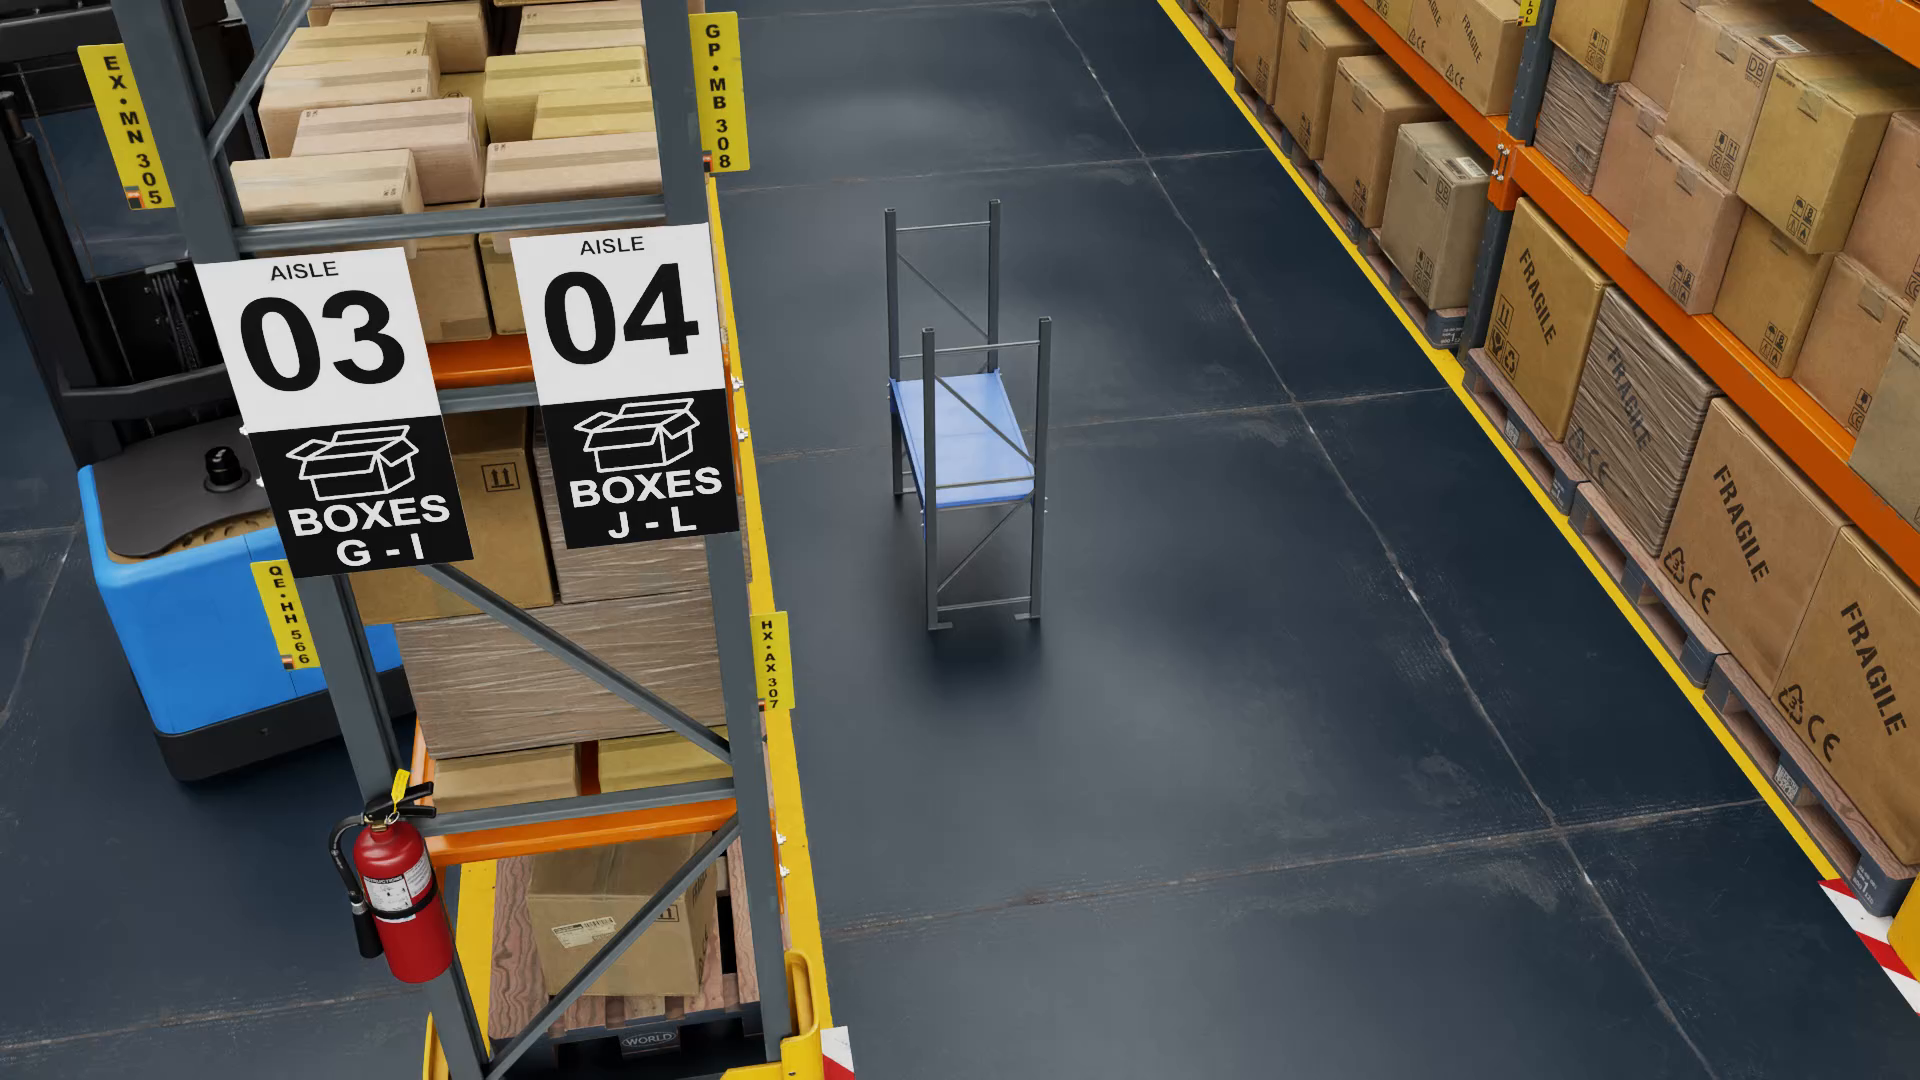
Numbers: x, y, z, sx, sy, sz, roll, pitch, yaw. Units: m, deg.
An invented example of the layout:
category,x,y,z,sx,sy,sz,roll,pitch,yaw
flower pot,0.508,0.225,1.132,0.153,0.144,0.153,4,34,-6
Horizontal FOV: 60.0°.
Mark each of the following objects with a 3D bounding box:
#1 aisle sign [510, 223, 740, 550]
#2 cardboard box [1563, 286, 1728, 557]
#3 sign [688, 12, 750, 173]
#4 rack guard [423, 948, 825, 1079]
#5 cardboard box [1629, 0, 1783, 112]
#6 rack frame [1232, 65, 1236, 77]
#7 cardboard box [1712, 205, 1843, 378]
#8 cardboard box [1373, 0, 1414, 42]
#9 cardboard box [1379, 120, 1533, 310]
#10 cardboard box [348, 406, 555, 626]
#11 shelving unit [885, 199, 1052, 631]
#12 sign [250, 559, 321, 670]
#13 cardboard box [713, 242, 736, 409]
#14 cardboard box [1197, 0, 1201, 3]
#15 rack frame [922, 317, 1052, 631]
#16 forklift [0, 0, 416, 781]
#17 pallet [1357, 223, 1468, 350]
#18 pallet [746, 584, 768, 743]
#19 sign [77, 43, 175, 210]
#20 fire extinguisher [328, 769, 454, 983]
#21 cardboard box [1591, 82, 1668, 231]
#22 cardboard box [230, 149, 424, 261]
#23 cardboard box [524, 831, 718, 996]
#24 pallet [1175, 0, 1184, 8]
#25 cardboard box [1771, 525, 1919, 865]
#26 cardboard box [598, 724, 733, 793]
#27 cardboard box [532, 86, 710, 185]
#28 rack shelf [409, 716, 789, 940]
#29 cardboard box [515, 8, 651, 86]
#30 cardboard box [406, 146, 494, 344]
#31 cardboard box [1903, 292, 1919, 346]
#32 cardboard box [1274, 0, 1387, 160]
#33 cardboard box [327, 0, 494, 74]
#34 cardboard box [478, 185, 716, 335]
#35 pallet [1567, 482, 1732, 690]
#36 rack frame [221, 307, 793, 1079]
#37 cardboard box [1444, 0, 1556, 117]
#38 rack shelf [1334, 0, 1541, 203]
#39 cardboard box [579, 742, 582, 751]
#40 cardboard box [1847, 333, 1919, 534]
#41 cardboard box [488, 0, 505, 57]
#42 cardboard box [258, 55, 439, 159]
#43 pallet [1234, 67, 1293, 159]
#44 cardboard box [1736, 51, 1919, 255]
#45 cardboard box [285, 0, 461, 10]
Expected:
category,x,y,z,sx,sy,sz,roll,pitch,yaw
aisle sign,-0.705,-0.311,3.586,0.394,0.787,0.004,-6,38,-8
cardboard box,3.392,-0.573,7.432,0.875,0.875,0.875,-6,38,-8
sign,-0.477,-0.877,3.277,0.100,0.325,0.005,-6,38,-8
rack guard,-1.024,1.652,5.216,1.175,0.500,0.348,-6,38,-8
cardboard box,3.430,-2.117,7.028,0.875,0.550,0.550,-6,38,-8
rack frame,2.487,-4.594,11.218,1.000,3.000,0.127,-6,38,-8
cardboard box,3.554,-1.037,6.518,0.875,0.550,0.500,-6,38,-8
cardboard box,2.657,-3.114,9.232,0.500,0.500,0.500,-6,38,-7
cardboard box,2.991,-1.820,9.140,1.050,0.750,0.750,-6,38,-8
cardboard box,-1.351,-0.147,4.355,0.500,0.500,0.500,-6,38,-8
shelving unit,0.015,-0.541,7.224,0.538,1.500,1.048,-6,38,-8
sign,-1.561,0.176,3.877,0.100,0.325,0.005,-6,38,-8
cardboard box,-0.920,-0.505,4.817,0.500,0.500,0.500,-6,38,-8
cardboard box,2.027,-4.456,12.736,0.500,0.500,0.500,-5,38,-6
rack frame,0.104,-0.234,6.828,0.500,1.500,0.032,-6,38,-8
forklift,-3.261,-1.118,6.800,1.130,2.935,3.031,-18,41,-21
pallet,2.979,-1.534,9.553,1.003,0.211,1.213,-6,38,-8
pallet,-1.342,0.536,6.888,1.003,0.211,1.213,-6,38,-8
sign,-1.561,-0.776,3.137,0.100,0.325,0.005,-6,38,-8
fire extinguisher,-1.444,0.860,4.261,0.296,0.674,0.183,-6,38,-8
cardboard box,3.384,-1.686,7.352,0.875,0.550,0.550,-6,38,-8
cardboard box,-1.367,-0.706,3.566,0.380,0.149,0.250,-6,38,-8
cardboard box,-1.104,1.153,5.516,0.500,0.500,0.500,0,38,1
pallet,2.141,-4.700,13.628,1.003,0.211,1.213,-6,38,-8
cardboard box,3.706,0.509,6.039,0.875,0.875,0.875,-6,38,-8
cardboard box,-0.826,0.612,4.722,0.380,0.149,0.250,-6,38,-8
cardboard box,-0.782,-0.930,3.855,0.380,0.149,0.250,-5,38,-7
rack shelf,-1.361,-0.213,6.166,1.077,0.370,4.000,-6,38,-8
cardboard box,-0.925,-1.242,4.256,0.380,0.149,0.250,-5,38,-6
cardboard box,-1.345,-0.678,3.856,0.500,0.250,0.500,-5,38,-7
cardboard box,3.676,-0.798,5.330,0.875,0.550,0.550,-6,38,-8
cardboard box,2.662,-2.966,10.614,1.050,0.750,0.750,-6,38,-7
cardboard box,-1.441,-1.341,4.384,0.380,0.149,0.250,-6,38,-7
cardboard box,-0.841,-0.733,3.926,0.500,0.250,0.500,-5,38,-7
pallet,3.462,0.130,7.411,1.003,0.211,1.213,-6,38,-8
rack frame,-1.011,0.711,4.390,1.000,3.000,0.127,-6,38,-8
cardboard box,2.834,-2.504,8.446,0.500,0.500,0.500,-6,38,-8
rack shelf,2.838,-3.102,9.884,1.077,0.370,4.000,-6,38,-8
cardboard box,-1.307,0.509,4.855,0.380,0.149,0.250,-6,38,-8
cardboard box,3.662,-0.370,5.659,0.875,0.550,0.550,-6,38,-8
cardboard box,-1.517,-1.290,4.643,0.500,0.250,0.500,-5,38,-7
cardboard box,-1.453,-1.029,3.982,0.380,0.149,0.250,-8,39,-10
pallet,2.552,-3.008,11.450,1.003,0.211,1.213,-6,38,-8
cardboard box,3.490,-1.457,6.178,0.875,0.550,0.500,-6,38,-8
cardboard box,-1.532,-1.737,4.365,0.500,0.500,0.500,-6,38,-8
